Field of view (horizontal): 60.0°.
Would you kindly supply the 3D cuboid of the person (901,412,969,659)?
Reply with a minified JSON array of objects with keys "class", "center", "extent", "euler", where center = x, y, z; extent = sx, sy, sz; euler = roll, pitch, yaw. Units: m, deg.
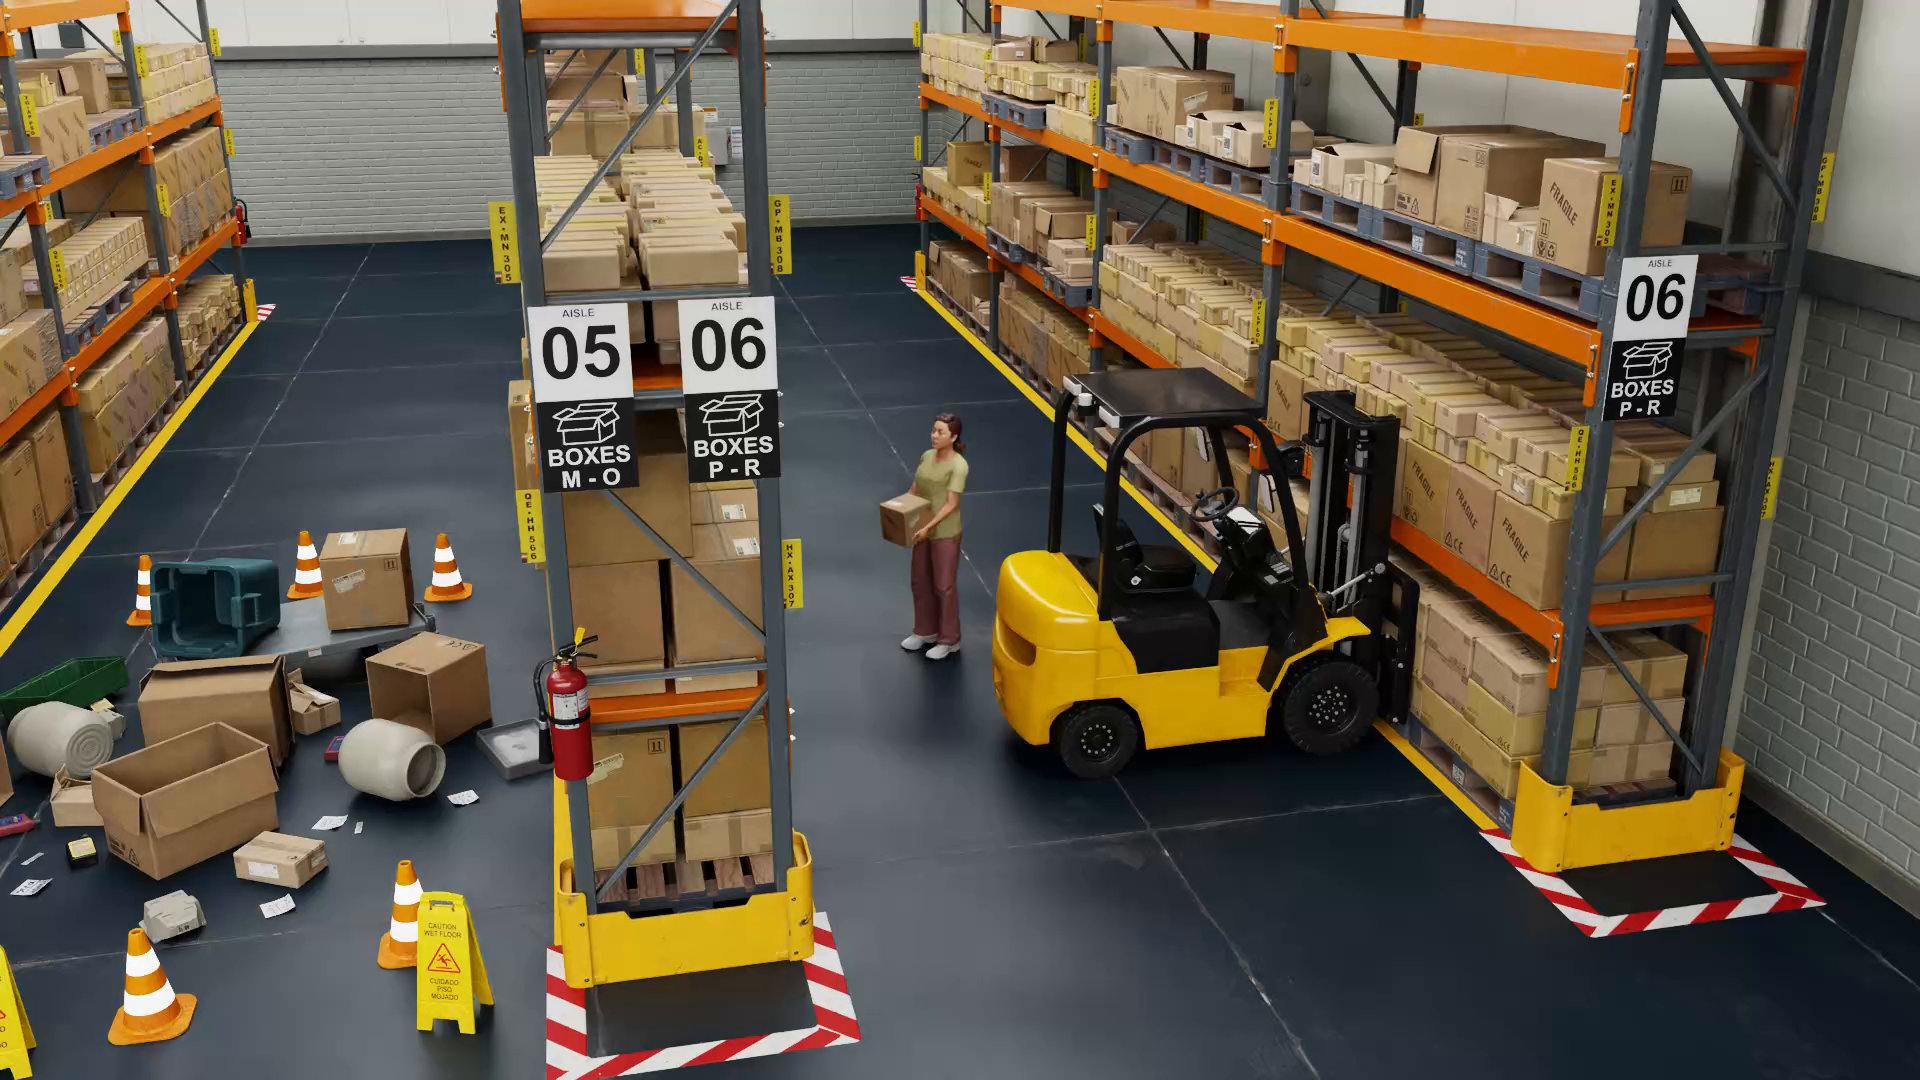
[{"class":"person","center":[-0.189,-0.023,11.141],"extent":[0.550,1.671,0.435],"euler":[-17,26,-40]}]
